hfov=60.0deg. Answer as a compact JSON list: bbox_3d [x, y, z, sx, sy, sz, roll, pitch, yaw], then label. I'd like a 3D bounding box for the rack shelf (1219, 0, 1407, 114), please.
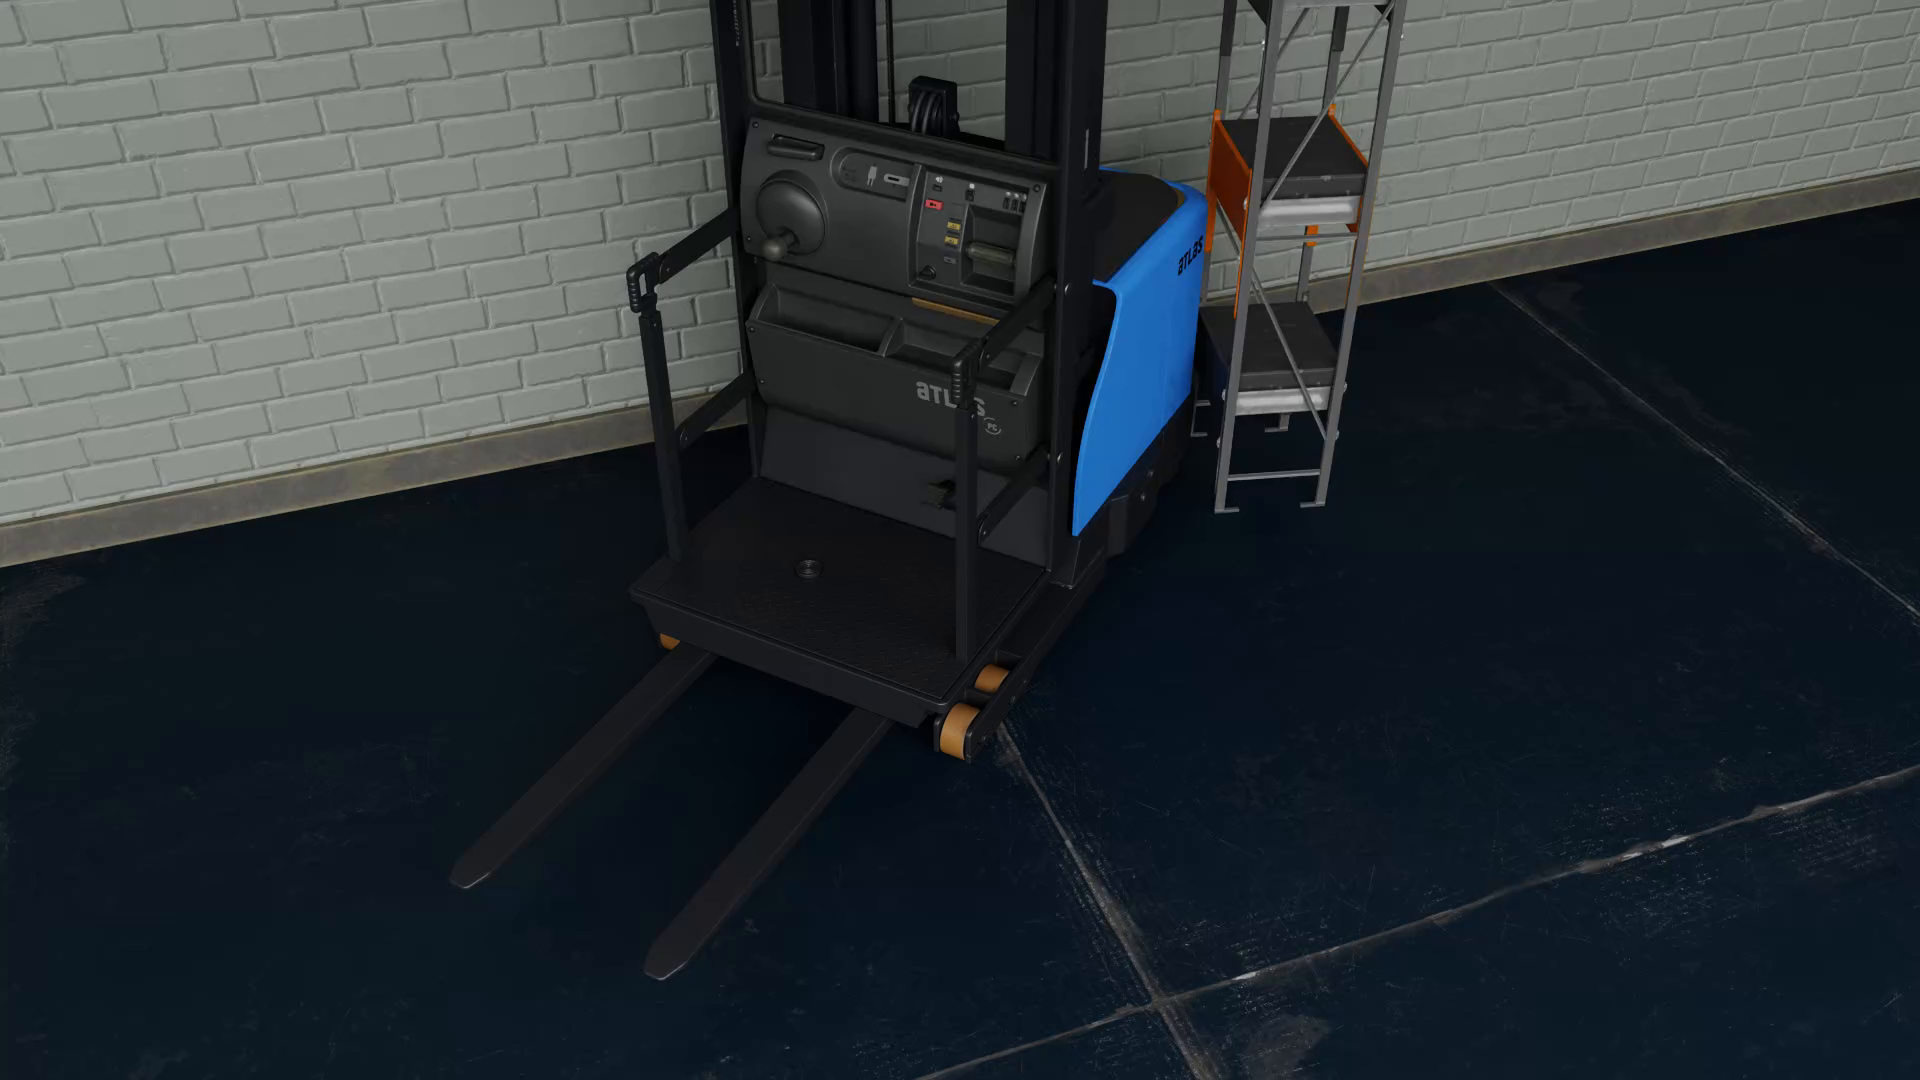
[{"bbox_3d":[1.069,-1.645,5.047,0.431,0.518,0.480,-4,37,-5],"label":"rack shelf"}]

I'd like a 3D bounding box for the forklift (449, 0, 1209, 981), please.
[{"bbox_3d":[-0.296,-0.836,4.424,1.130,2.935,3.031,18,40,22],"label":"forklift"}]

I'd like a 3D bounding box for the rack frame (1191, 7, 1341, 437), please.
[{"bbox_3d":[1.041,-1.242,5.654,0.400,2.100,0.015,-4,37,-5],"label":"rack frame"}]

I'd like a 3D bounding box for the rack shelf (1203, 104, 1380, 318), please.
[{"bbox_3d":[1.069,-1.085,5.468,0.431,0.518,0.480,-4,37,-5],"label":"rack shelf"}]

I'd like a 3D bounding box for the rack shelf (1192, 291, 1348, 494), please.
[{"bbox_3d":[1.069,-0.526,5.890,0.431,0.518,0.480,-4,37,-5],"label":"rack shelf"}]

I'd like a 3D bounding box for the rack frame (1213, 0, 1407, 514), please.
[{"bbox_3d":[1.097,-0.950,5.267,0.400,2.100,0.015,-4,37,-5],"label":"rack frame"}]

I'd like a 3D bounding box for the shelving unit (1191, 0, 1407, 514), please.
[{"bbox_3d":[1.069,-1.096,5.460,0.431,2.100,0.503,-4,37,-5],"label":"shelving unit"}]
